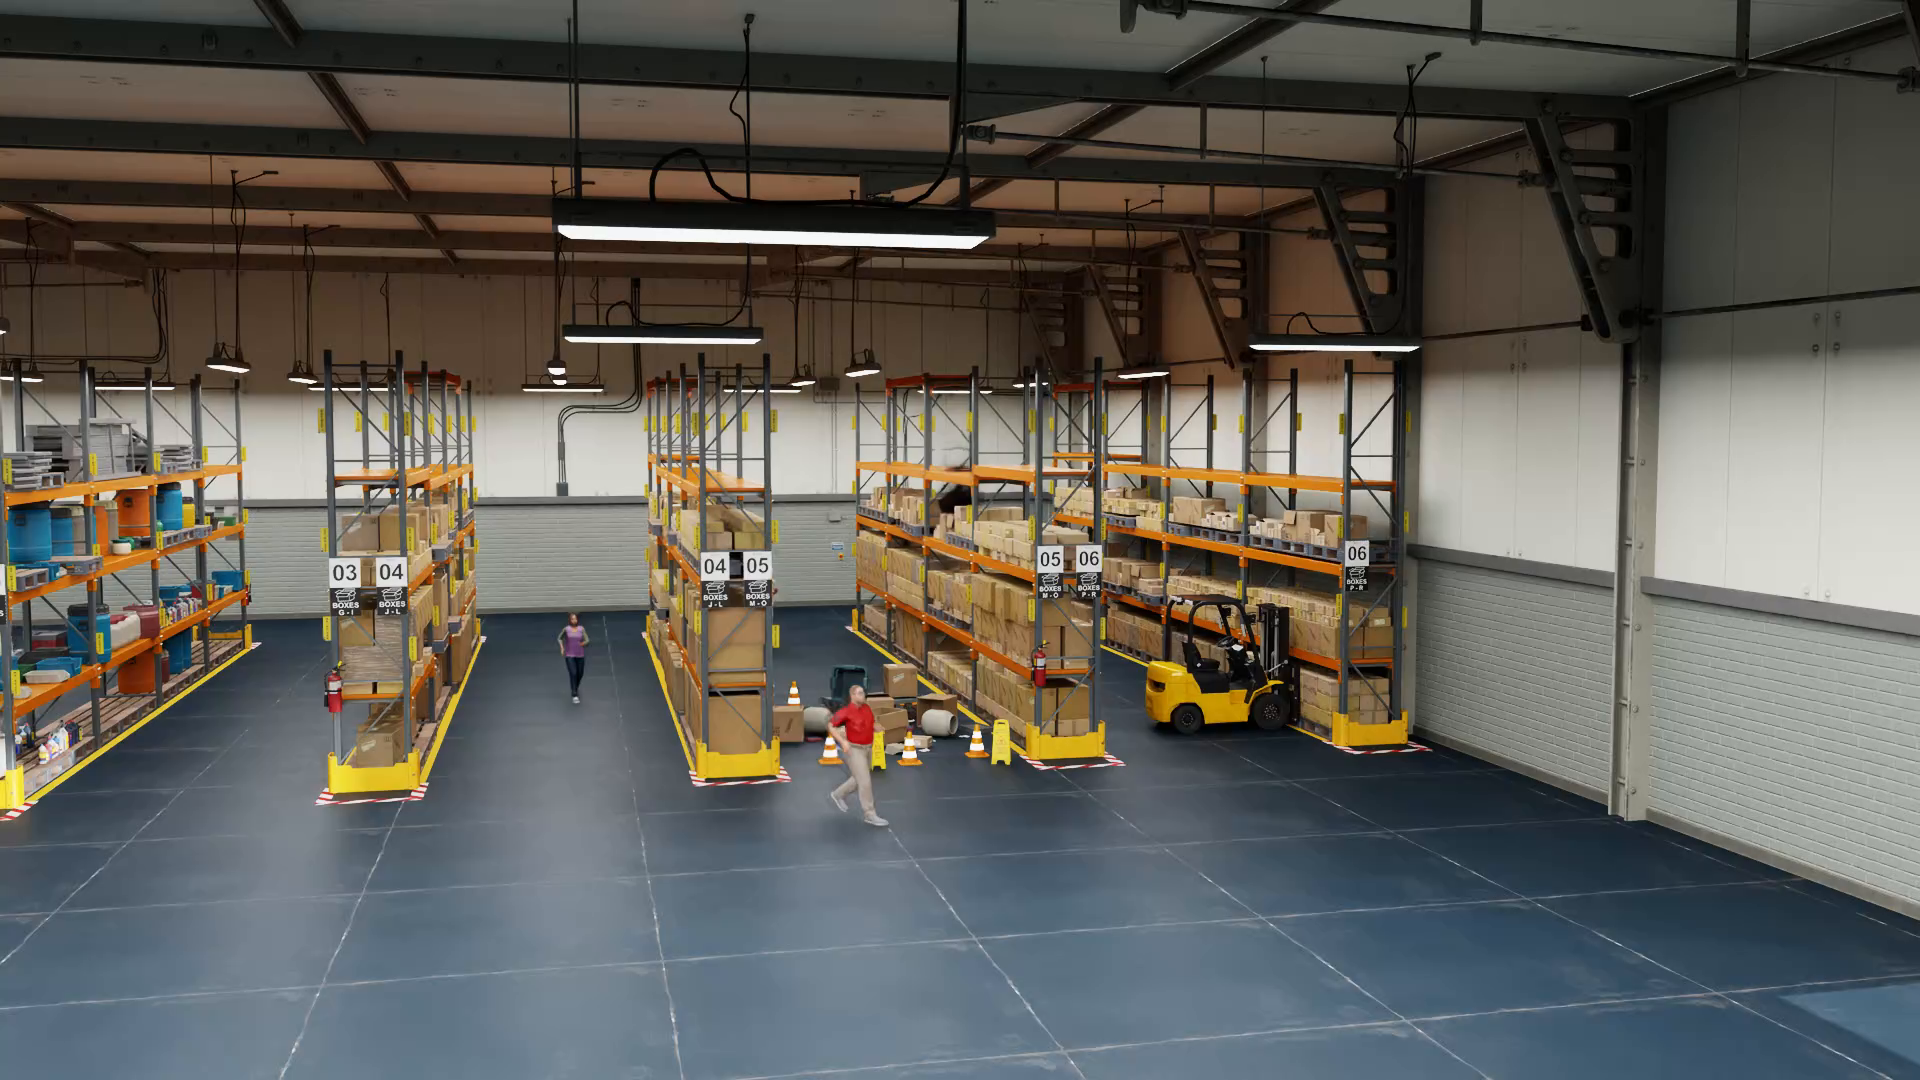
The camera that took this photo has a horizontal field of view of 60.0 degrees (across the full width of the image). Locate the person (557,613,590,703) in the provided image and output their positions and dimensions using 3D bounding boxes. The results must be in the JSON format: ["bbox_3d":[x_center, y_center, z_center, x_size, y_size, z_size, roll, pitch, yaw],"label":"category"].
[{"bbox_3d":[-6.967,2.107,30.025,0.543,1.576,0.877,-2,4,-22],"label":"person"}]

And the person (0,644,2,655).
[{"bbox_3d":[-15.639,2.281,26.686,0.705,1.766,0.787,-1,4,-18],"label":"person"}]

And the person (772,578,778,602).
[{"bbox_3d":[-4.477,1.479,38.012,0.635,1.825,0.749,-1,4,-20],"label":"person"}]

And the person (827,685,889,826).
[{"bbox_3d":[-1.280,2.673,20.874,0.987,1.707,0.667,3,5,33],"label":"person"}]
